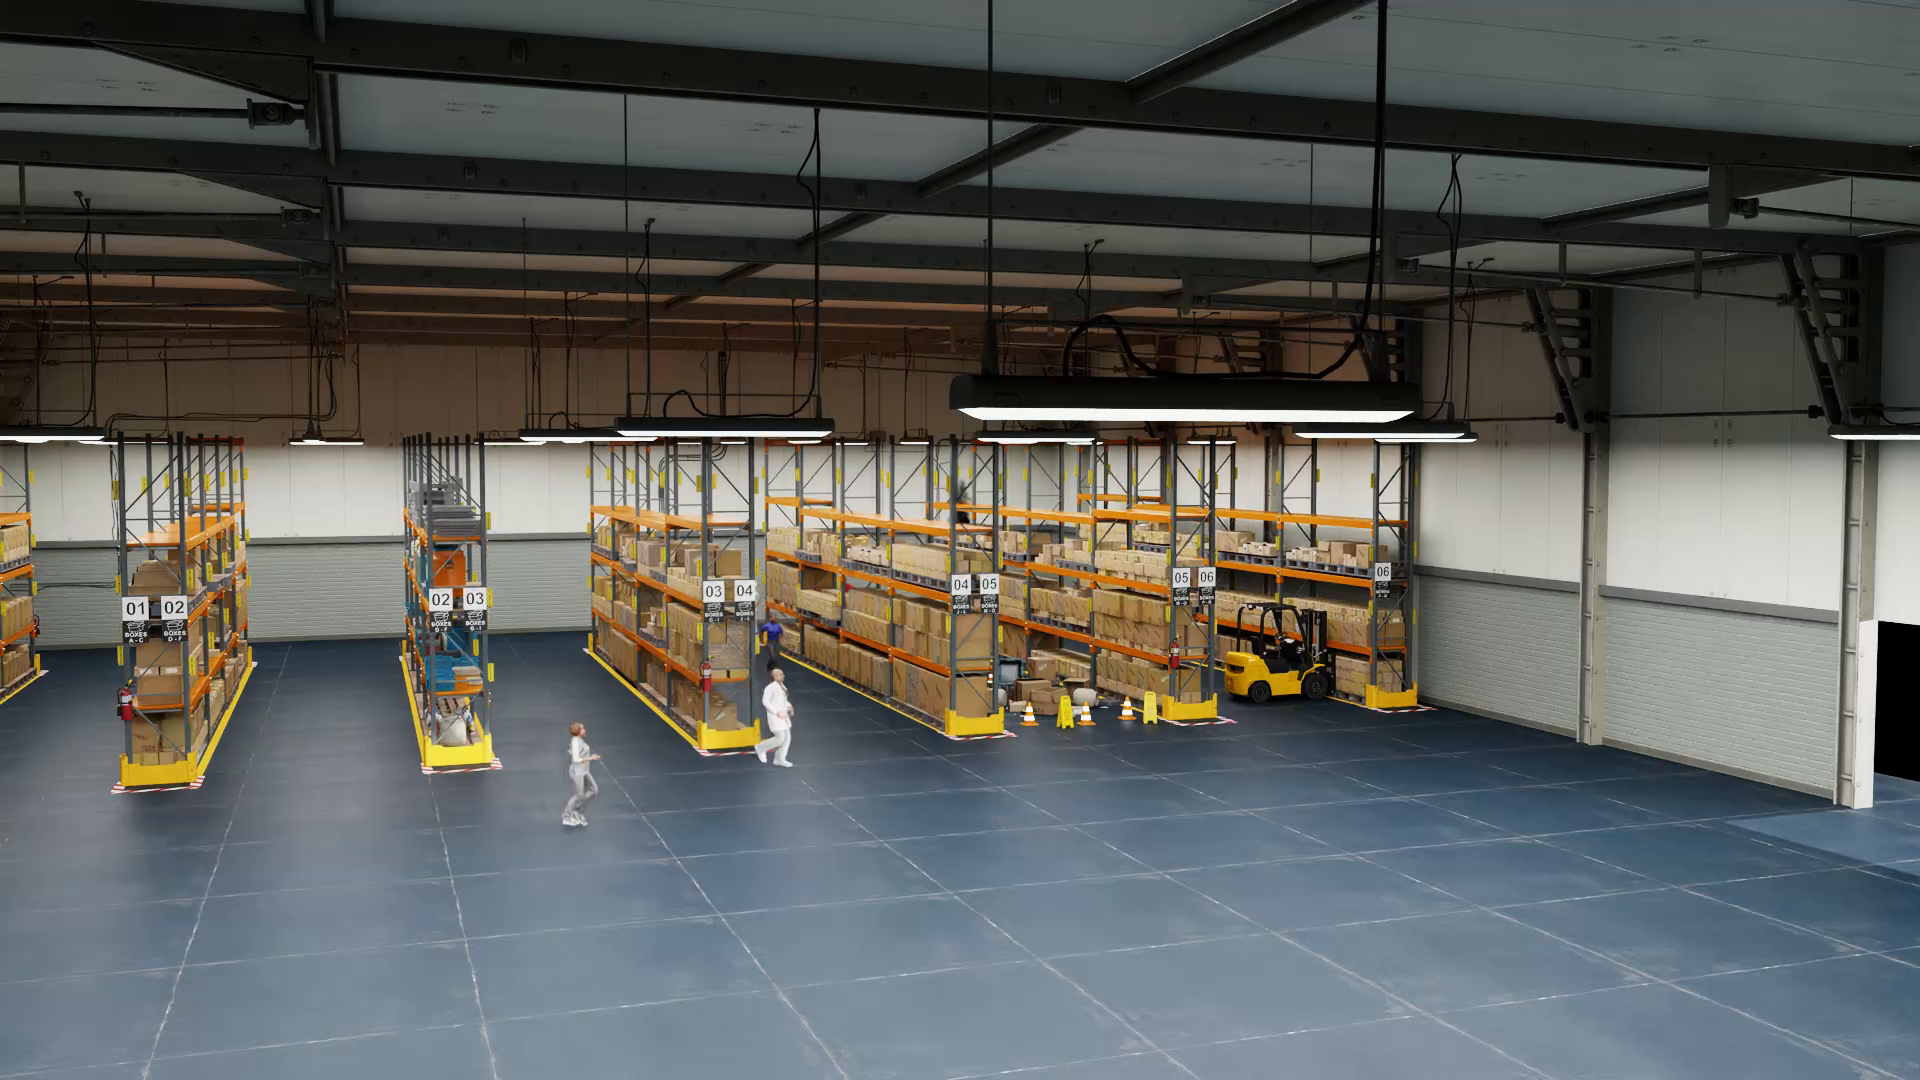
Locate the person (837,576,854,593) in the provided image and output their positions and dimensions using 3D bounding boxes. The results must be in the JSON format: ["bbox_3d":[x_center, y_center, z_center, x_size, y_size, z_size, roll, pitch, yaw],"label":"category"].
[{"bbox_3d":[-3.466,1.903,48.489,0.636,1.804,0.730,-2,4,-33],"label":"person"}]

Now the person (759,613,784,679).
[{"bbox_3d":[-4.615,2.626,41.094,0.550,1.614,0.638,-2,4,-29],"label":"person"}]

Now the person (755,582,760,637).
[{"bbox_3d":[-6.100,2.132,48.908,0.648,1.820,0.713,3,4,40],"label":"person"}]

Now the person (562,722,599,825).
[{"bbox_3d":[-5.707,3.534,25.092,0.614,1.593,0.516,0,3,1],"label":"person"}]

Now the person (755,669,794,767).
[{"bbox_3d":[-3.335,3.193,29.983,0.697,1.758,0.737,1,3,20],"label":"person"}]
